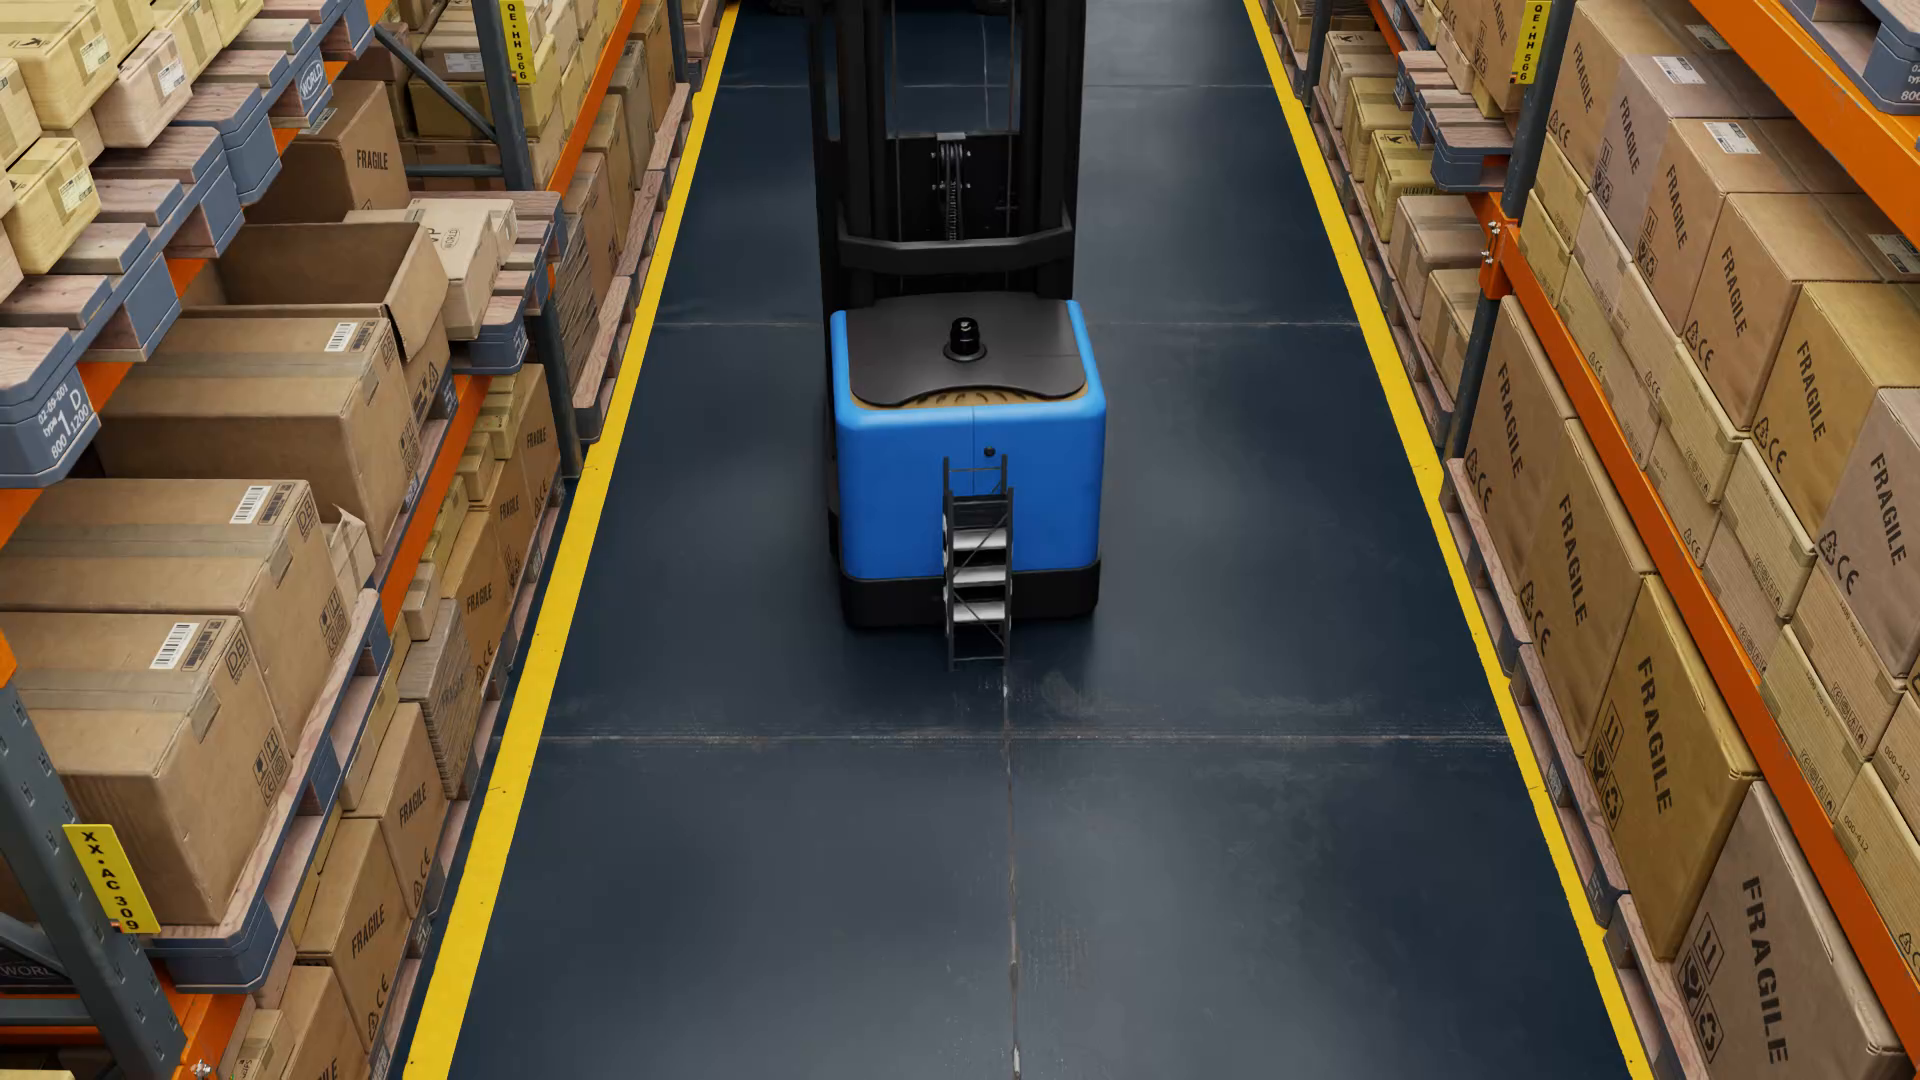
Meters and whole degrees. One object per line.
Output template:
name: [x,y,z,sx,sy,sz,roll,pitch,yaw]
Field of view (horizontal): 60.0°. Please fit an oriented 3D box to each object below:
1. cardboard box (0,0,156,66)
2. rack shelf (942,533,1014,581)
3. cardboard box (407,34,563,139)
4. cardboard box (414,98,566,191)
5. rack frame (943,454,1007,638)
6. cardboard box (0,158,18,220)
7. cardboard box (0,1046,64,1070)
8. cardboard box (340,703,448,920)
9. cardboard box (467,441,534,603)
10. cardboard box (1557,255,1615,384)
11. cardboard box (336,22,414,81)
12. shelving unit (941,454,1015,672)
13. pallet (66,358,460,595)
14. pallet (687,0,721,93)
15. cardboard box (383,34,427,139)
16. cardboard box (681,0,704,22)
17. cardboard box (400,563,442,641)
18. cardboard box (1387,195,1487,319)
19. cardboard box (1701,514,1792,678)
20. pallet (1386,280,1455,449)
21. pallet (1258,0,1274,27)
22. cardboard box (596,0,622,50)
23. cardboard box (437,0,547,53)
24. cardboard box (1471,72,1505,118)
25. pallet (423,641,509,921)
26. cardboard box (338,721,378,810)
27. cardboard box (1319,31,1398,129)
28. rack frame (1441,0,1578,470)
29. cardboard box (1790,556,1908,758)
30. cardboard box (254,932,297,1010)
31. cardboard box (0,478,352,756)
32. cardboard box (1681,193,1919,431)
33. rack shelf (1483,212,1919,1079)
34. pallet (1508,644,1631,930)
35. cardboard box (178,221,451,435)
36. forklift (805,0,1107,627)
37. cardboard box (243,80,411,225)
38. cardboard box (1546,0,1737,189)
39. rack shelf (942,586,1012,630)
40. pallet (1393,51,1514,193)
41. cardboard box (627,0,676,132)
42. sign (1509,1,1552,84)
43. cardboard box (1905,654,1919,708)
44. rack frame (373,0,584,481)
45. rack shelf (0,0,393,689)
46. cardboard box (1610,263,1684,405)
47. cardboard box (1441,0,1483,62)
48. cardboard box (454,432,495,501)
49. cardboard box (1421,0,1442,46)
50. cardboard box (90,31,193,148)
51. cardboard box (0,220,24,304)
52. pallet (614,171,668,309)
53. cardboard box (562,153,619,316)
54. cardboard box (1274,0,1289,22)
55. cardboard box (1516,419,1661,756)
cardboard box: [-1.851,-1.044,3.302,0.380,0.149,0.250,-1,39,-1]
rack shelf: [0.066,0.057,6.369,0.258,0.077,0.200,-3,39,-4]
cardboard box: [-1.969,-1.895,6.936,0.500,0.250,0.500,0,39,0]
cardboard box: [-1.994,-1.699,7.092,0.500,0.250,0.500,0,39,0]
rack frame: [0.057,0.038,6.483,0.240,0.900,0.006,-3,39,-4]
cardboard box: [-1.795,-0.557,2.696,0.380,0.149,0.250,1,39,1]
cardboard box: [-2.522,1.350,4.312,0.380,0.149,0.250,-1,39,-2]
cardboard box: [-2.015,0.885,5.410,0.500,0.500,0.500,-1,39,-1]
cardboard box: [-2.032,-0.091,6.629,0.500,0.500,0.500,-1,39,-1]
cardboard box: [2.493,-0.800,5.970,0.500,0.250,0.500,-1,39,-1]
cardboard box: [-2.440,-1.976,6.718,0.380,0.149,0.250,1,39,1]
shelving unit: [0.066,0.101,6.404,0.258,0.900,0.210,-3,39,-4]
pallet: [-2.231,-0.189,5.241,1.003,0.211,1.213,0,39,0]
pallet: [-2.201,-3.391,11.312,1.003,0.211,1.213,0,39,0]
cardboard box: [-2.516,-1.897,6.939,0.500,0.250,0.500,1,39,1]
cardboard box: [-1.934,-3.570,10.770,0.500,0.250,0.500,0,39,0]
cardboard box: [-2.010,0.216,5.726,0.380,0.149,0.250,-2,39,-2]
cardboard box: [2.727,-1.439,8.413,0.950,0.372,0.625,-1,39,-1]
cardboard box: [2.497,0.159,4.772,0.500,0.250,0.500,-1,39,-1]
pallet: [2.727,-0.887,8.188,1.003,0.211,1.213,0,39,0]
pallet: [2.681,-4.084,12.178,1.003,0.211,1.213,0,39,0]
cardboard box: [-1.996,-2.660,8.291,0.500,0.250,0.500,1,39,1]
cardboard box: [-1.945,-2.139,6.922,0.380,0.149,0.250,1,39,1]
cardboard box: [2.418,-1.924,7.118,0.380,0.149,0.250,1,39,1]
pallet: [-2.276,0.836,6.038,1.003,0.211,1.213,0,39,0]
cardboard box: [-2.033,0.694,5.130,0.380,0.149,0.250,0,39,0]
cardboard box: [2.725,-2.798,10.108,0.950,0.372,0.625,0,39,1]
rack frame: [2.726,-1.486,6.706,1.000,3.000,0.127,0,39,0]
cardboard box: [2.479,0.291,4.209,0.500,0.250,0.500,1,39,1]
cardboard box: [-2.045,1.182,4.521,0.380,0.149,0.250,-1,39,-1]
cardboard box: [-2.010,0.192,4.196,0.700,0.500,0.500,0,39,0]
cardboard box: [2.475,-0.657,4.792,0.500,0.500,0.500,1,39,1]
rack shelf: [2.728,0.045,5.370,1.077,0.370,4.000,0,39,0]
pallet: [2.650,0.856,6.013,1.003,0.211,1.213,0,39,0]
cardboard box: [-2.051,-0.664,5.261,0.797,0.503,0.637,-1,39,-1]
forklift: [-0.078,-1.703,7.031,1.130,2.935,3.031,-3,39,-4]
cardboard box: [-2.393,-1.361,6.134,0.500,0.500,0.500,2,39,2]
cardboard box: [2.482,-1.607,5.977,0.500,0.500,0.500,-1,39,-2]
rack shelf: [0.066,0.267,6.538,0.258,0.077,0.200,-3,39,-4]
pallet: [2.619,-1.857,7.322,1.213,0.211,1.003,0,39,0]
cardboard box: [-2.230,-2.893,10.024,0.875,0.625,0.625,2,39,2]
sign: [2.184,-1.901,6.361,0.100,0.325,0.005,0,39,0]
cardboard box: [2.479,0.307,3.589,0.500,0.500,0.500,1,39,1]
rack frame: [-2.238,-1.480,6.698,1.000,3.000,0.127,0,39,0]
rack shelf: [-2.235,-1.119,4.425,1.077,0.370,4.000,0,39,0]
cardboard box: [2.467,-0.671,5.409,0.500,0.250,0.500,0,39,0]
cardboard box: [2.436,-2.412,7.208,0.500,0.500,0.500,-1,39,-1]
cardboard box: [-1.996,-0.278,6.342,0.380,0.149,0.250,-1,39,-2]
cardboard box: [2.366,-2.412,7.726,0.380,0.149,0.250,1,39,1]
cardboard box: [-1.814,-0.920,3.386,0.380,0.149,0.250,0,39,1]
cardboard box: [-1.836,-0.441,2.789,0.380,0.149,0.250,1,39,1]
pallet: [-2.198,-1.668,9.163,1.003,0.211,1.213,0,39,0]
cardboard box: [-2.233,-1.516,8.306,0.875,0.625,0.625,1,39,1]
cardboard box: [2.441,-3.781,11.432,0.500,0.250,0.500,-1,39,-1]
cardboard box: [2.641,0.169,6.004,0.875,0.875,0.875,0,39,1]
